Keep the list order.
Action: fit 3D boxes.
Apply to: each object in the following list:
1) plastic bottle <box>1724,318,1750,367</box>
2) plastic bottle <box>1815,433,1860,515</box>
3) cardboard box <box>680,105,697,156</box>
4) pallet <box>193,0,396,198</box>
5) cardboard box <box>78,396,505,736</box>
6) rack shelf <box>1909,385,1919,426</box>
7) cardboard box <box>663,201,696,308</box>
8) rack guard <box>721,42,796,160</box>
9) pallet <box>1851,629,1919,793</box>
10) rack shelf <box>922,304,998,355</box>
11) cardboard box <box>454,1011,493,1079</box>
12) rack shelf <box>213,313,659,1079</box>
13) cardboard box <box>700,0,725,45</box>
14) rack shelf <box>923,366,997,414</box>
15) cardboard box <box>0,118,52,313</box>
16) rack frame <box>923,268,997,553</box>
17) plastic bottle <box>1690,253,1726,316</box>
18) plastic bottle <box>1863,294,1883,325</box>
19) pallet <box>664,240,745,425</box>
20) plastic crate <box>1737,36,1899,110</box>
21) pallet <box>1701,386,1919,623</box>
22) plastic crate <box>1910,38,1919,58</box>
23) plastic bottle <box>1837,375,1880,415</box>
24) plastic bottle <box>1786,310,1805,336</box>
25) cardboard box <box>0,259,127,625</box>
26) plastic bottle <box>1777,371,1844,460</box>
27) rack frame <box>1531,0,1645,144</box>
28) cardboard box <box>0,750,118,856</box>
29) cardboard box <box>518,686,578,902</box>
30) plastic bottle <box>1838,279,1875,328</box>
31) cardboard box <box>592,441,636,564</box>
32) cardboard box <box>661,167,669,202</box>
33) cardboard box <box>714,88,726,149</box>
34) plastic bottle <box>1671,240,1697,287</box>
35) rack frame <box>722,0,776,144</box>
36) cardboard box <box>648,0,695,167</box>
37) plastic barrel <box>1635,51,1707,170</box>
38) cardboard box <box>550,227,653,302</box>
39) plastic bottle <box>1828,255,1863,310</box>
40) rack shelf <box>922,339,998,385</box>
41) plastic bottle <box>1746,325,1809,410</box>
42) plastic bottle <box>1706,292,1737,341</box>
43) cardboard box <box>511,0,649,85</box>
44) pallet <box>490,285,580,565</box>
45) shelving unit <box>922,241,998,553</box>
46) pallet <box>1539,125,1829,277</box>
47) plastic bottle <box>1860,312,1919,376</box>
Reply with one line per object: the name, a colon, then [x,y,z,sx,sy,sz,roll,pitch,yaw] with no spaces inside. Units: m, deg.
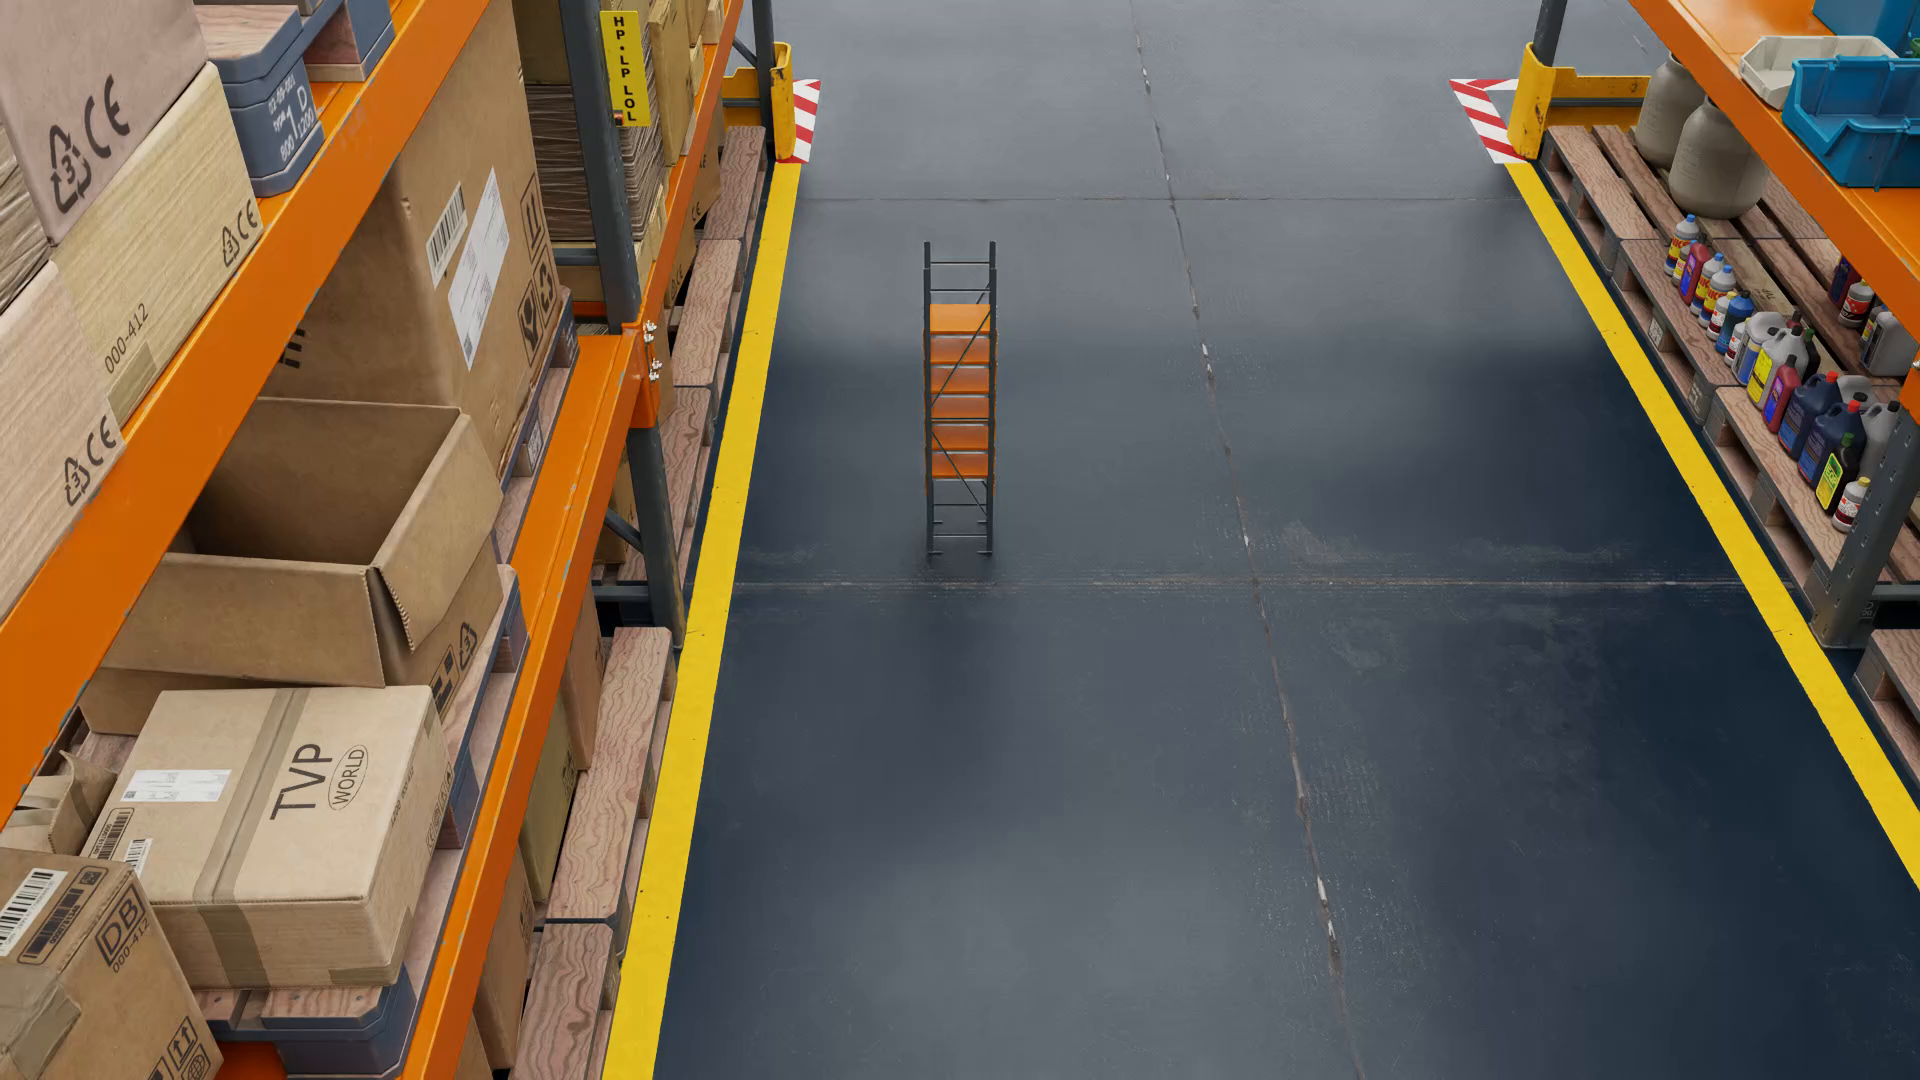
plastic bottle: [3.177,-0.806,6.744,0.097,0.201,0.097,0,39,0]
plastic bottle: [3.160,-0.239,5.970,0.061,0.283,0.133,2,39,2]
cardboard box: [-1.146,-1.485,5.906,0.380,0.149,0.250,0,39,0]
pallet: [-1.564,-0.886,2.708,1.213,0.211,1.003,0,39,0]
cardboard box: [-1.368,0.057,3.362,0.797,0.503,0.637,4,39,5]
rack shelf: [3.493,0.705,3.547,1.077,0.370,4.000,0,39,0]
cardboard box: [-1.466,-1.357,7.208,0.500,0.500,0.500,3,39,4]
rack guard: [-1.467,-2.302,8.722,1.175,0.500,0.348,0,39,0]
pallet: [3.530,0.752,5.142,1.003,0.211,1.213,0,39,0]
rack shelf: [0.000,-0.724,5.689,0.258,0.103,0.180,0,39,0]
cardboard box: [-1.500,1.362,3.799,0.700,0.500,0.500,3,39,4]
rack shelf: [-1.460,0.708,3.543,1.077,0.370,4.000,0,39,0]
cardboard box: [-1.154,-2.111,6.686,0.380,0.149,0.250,0,39,0]
rack shelf: [0.000,-0.536,5.839,0.258,0.103,0.180,0,39,0]
cardboard box: [-1.198,-0.338,1.394,0.500,0.500,0.500,0,39,0]
rack frame: [0.000,-0.420,5.815,0.240,1.200,0.006,0,39,0]
plastic bottle: [3.177,-1.087,7.037,0.097,0.271,0.097,0,39,0]
plastic bottle: [3.899,-1.044,6.981,0.152,0.276,0.135,-1,39,-1]
pallet: [-1.503,-0.920,7.229,1.003,0.211,1.213,0,39,0]
plastic crate: [3.235,-1.739,6.232,0.530,0.136,0.437,0,39,0]
pallet: [3.531,-0.159,6.279,1.003,0.211,1.213,0,39,0]
plastic crate: [3.771,-1.593,6.009,0.450,0.188,0.662,0,39,0]
plastic bottle: [3.349,-0.474,6.269,0.152,0.276,0.135,0,39,0]
plastic bottle: [3.311,-0.765,6.626,0.061,0.283,0.133,0,39,0]
cardboard box: [-1.204,-0.049,1.634,0.500,0.250,0.500,1,39,1]
plastic bottle: [3.201,-0.487,6.226,0.144,0.351,0.185,-2,39,-2]
rack frame: [3.486,-3.328,8.004,1.000,3.000,0.127,0,39,0]
cardboard box: [-1.730,0.524,2.969,0.396,0.266,0.258,-1,39,-1]
cardboard box: [-1.502,0.663,4.671,0.700,0.500,0.500,0,39,0]
plastic bottle: [3.775,-1.004,6.989,0.097,0.201,0.097,0,39,0]
cardboard box: [-1.423,-0.262,5.841,0.500,0.500,0.500,-1,39,-1]
cardboard box: [-1.177,-1.172,5.515,0.380,0.149,0.250,0,39,0]
cardboard box: [-1.483,-2.123,8.163,0.500,0.500,0.500,7,39,8]
plastic bottle: [3.176,-1.209,7.246,0.097,0.201,0.097,0,39,0]
rack frame: [-1.467,-3.325,8.000,1.000,3.000,0.127,0,39,0]
cardboard box: [-1.367,-1.572,5.496,0.875,0.500,0.500,0,39,0]
plastic barrel: [3.563,-2.110,8.138,0.421,0.512,0.421,0,39,0]
cardboard box: [-1.162,-0.860,5.125,0.380,0.149,0.250,0,39,0]
plastic bottle: [3.793,-1.134,7.086,0.061,0.283,0.133,0,39,0]
rack shelf: [0.000,-0.630,5.764,0.258,0.103,0.180,0,39,0]
plastic bottle: [3.201,-0.689,6.478,0.144,0.351,0.185,0,39,0]
plastic bottle: [3.177,-0.935,6.904,0.097,0.201,0.097,0,39,0]
cardboard box: [-1.209,-1.650,4.793,0.500,0.500,0.500,0,39,0]
pallet: [-1.607,-0.270,4.342,1.003,0.211,1.213,0,39,0]
shelving unit: [0.000,-0.477,5.886,0.258,1.200,0.189,0,39,0]
pallet: [3.528,-1.684,8.183,1.003,0.211,1.213,0,39,0]
plastic bottle: [3.756,-0.809,6.687,0.152,0.276,0.135,0,39,0]
